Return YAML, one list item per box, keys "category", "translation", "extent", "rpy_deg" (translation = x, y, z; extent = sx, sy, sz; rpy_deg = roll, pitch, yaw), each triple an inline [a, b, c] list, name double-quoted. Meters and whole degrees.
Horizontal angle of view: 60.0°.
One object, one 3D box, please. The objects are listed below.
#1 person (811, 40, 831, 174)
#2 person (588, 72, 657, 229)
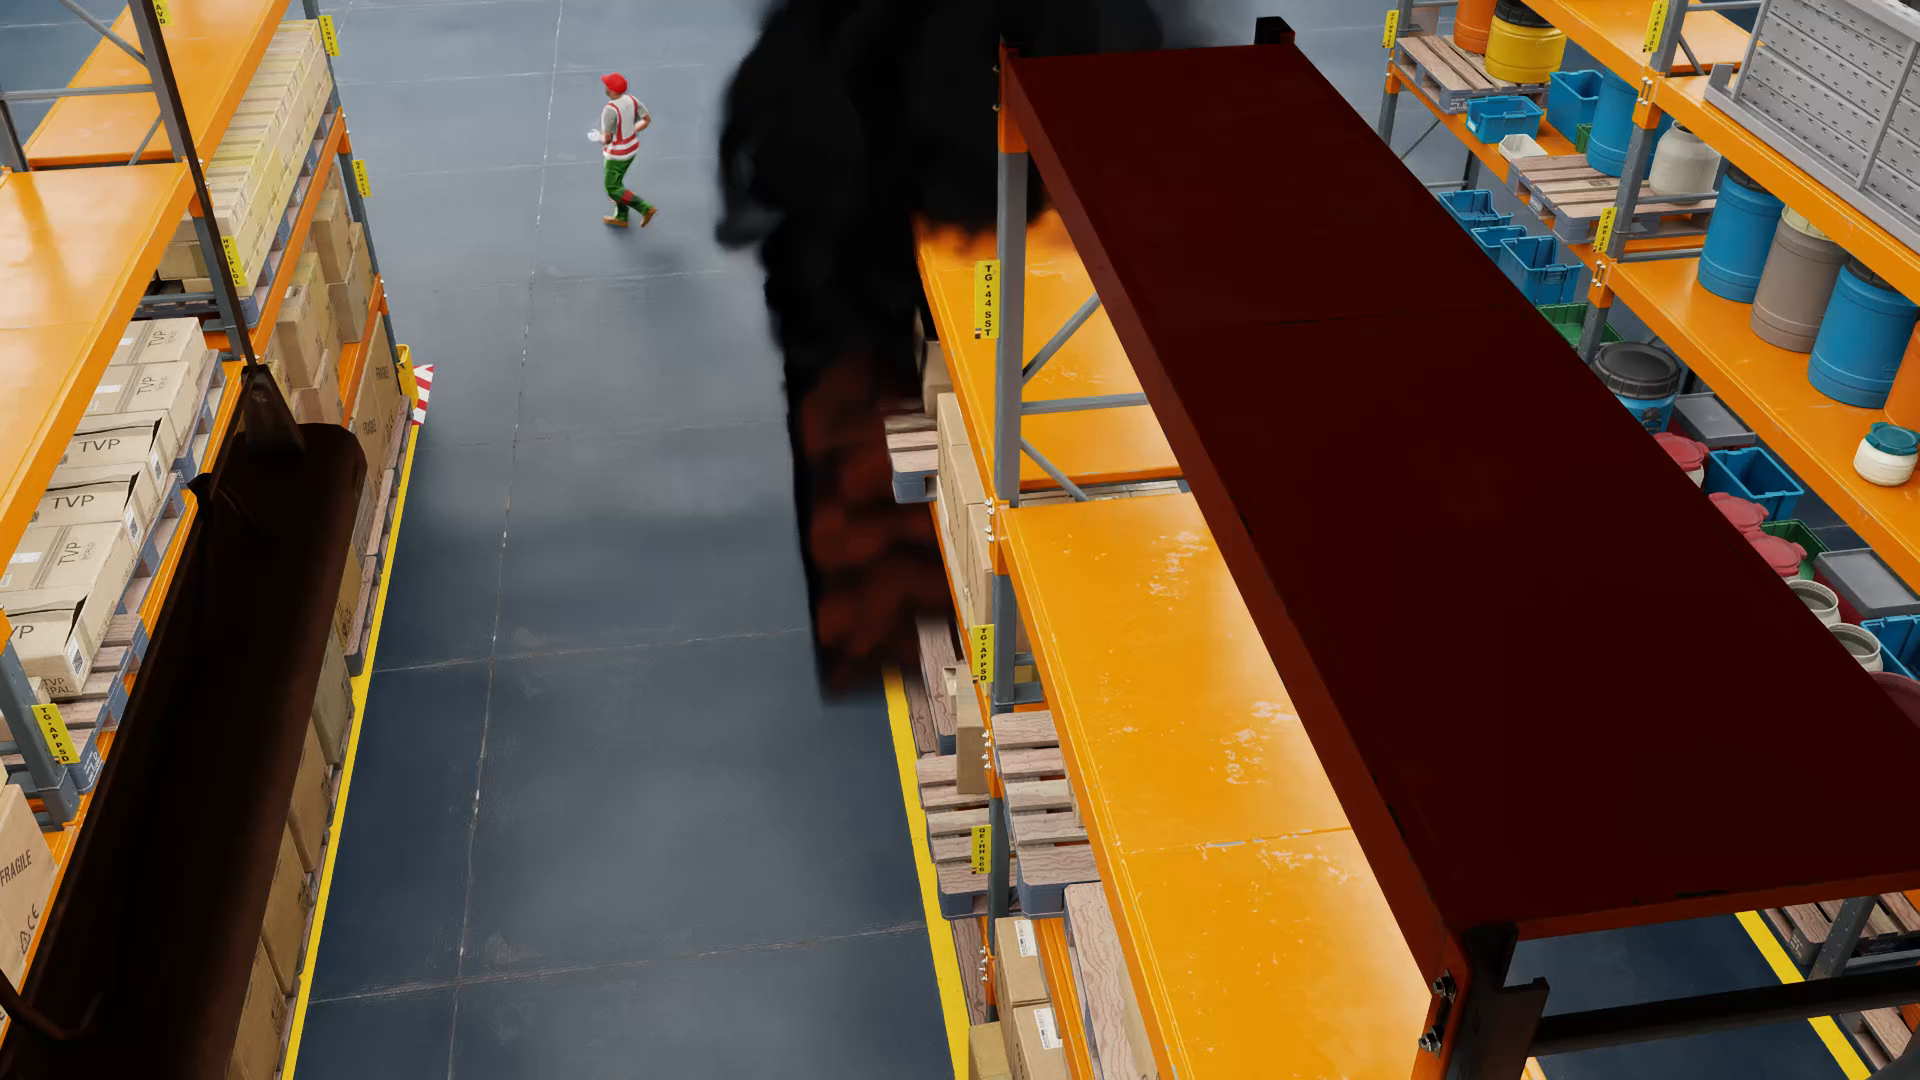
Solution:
- category: "person"
  translation: [-1.339, -4.850, 18.626]
  extent: [0.809, 1.689, 0.597]
  rpy_deg: [12, 38, 16]
- category: "person"
  translation: [-3.539, -4.085, 17.542]
  extent: [0.786, 1.749, 0.654]
  rpy_deg: [16, 39, 21]
